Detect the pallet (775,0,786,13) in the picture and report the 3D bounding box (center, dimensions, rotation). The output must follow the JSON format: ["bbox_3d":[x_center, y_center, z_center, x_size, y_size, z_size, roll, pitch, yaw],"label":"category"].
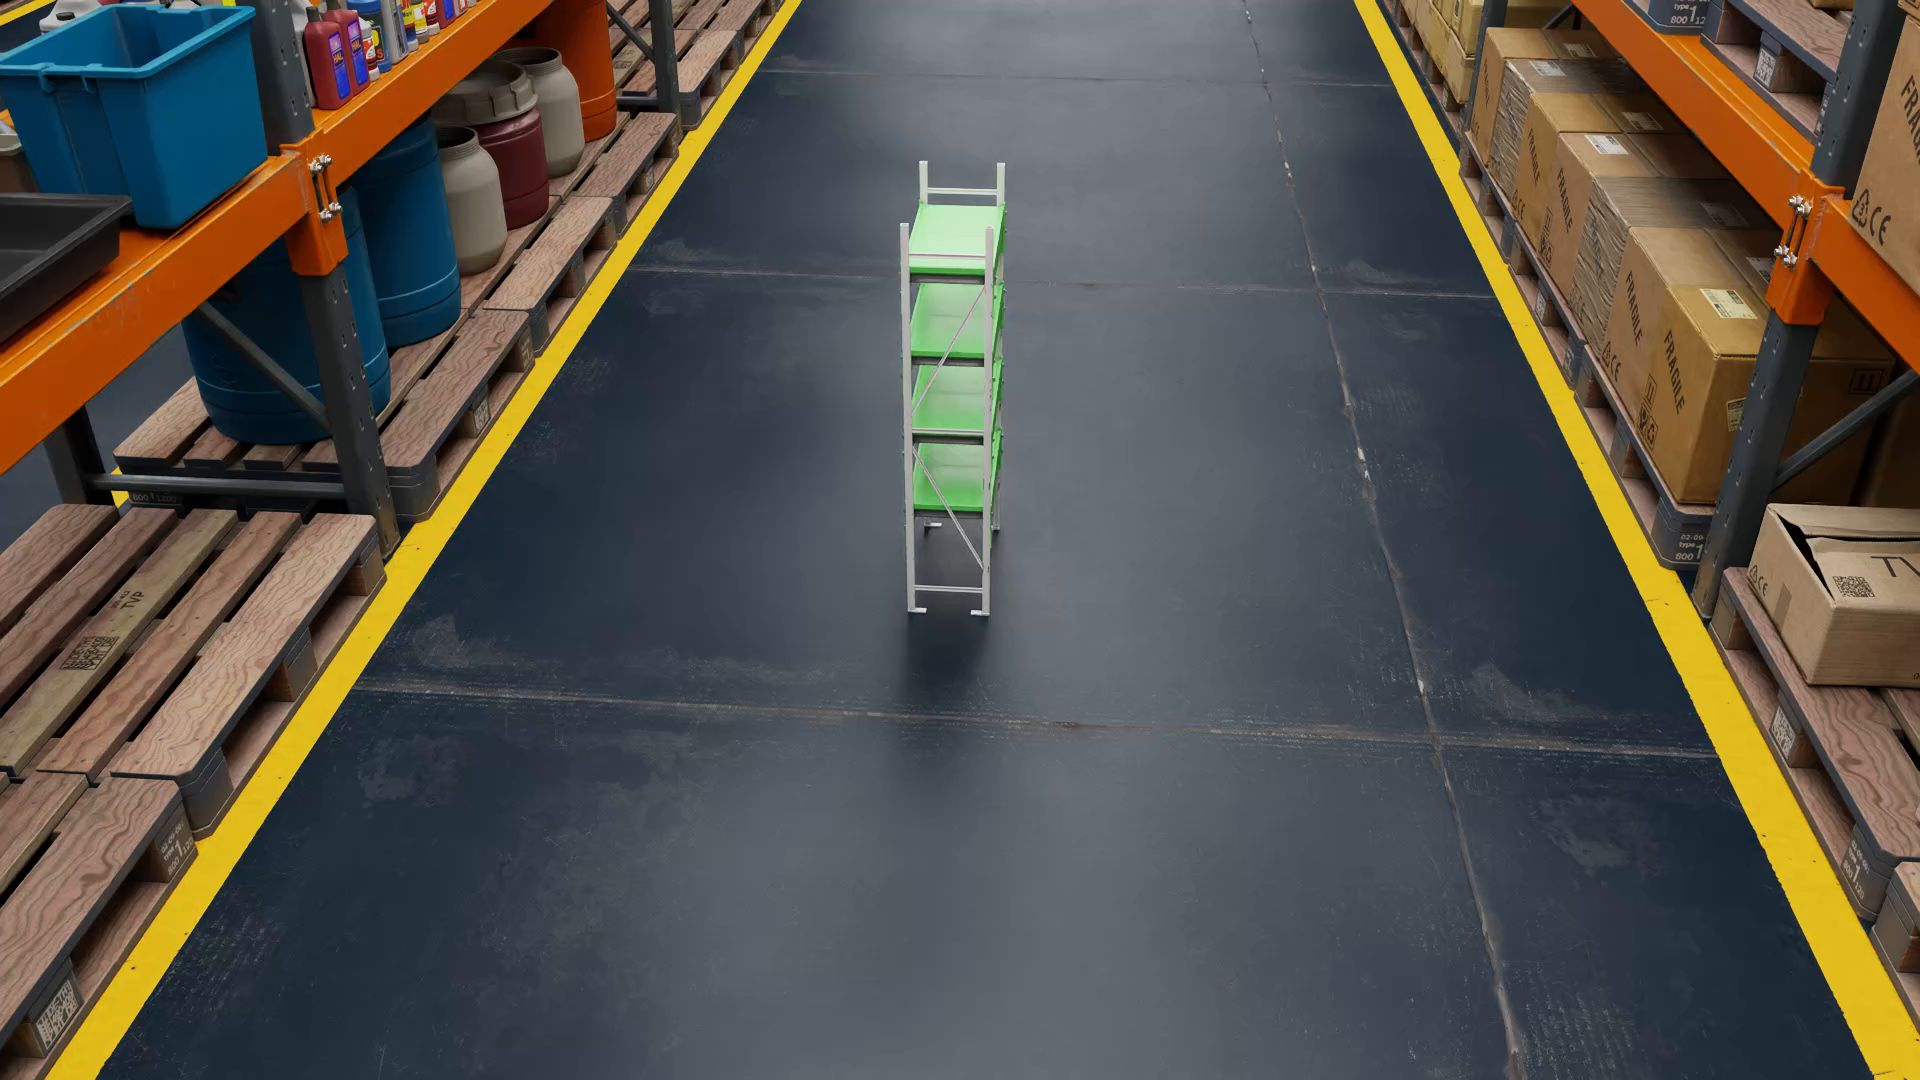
[{"bbox_3d":[-1.638,-3.846,11.290,1.003,0.211,1.213,2,32,4],"label":"pallet"}]

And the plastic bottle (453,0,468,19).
[{"bbox_3d":[-1.771,-1.919,5.624,0.152,0.276,0.135,2,32,4],"label":"plastic bottle"}]

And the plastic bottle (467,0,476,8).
[{"bbox_3d":[-1.734,-1.947,5.740,0.097,0.201,0.097,0,32,0],"label":"plastic bottle"}]

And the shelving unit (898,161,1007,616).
[{"bbox_3d":[-0.013,-0.424,4.795,0.258,1.200,0.503,2,32,4],"label":"shelving unit"}]

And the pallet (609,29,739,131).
[{"bbox_3d":[-1.837,-2.570,9.220,1.003,0.211,1.213,2,32,4],"label":"pallet"}]

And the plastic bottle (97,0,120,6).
[{"bbox_3d":[-2.581,-1.556,5.026,0.061,0.283,0.133,2,32,4],"label":"plastic bottle"}]

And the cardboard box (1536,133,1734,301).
[{"bbox_3d":[2.556,-1.229,6.348,0.500,0.500,0.500,1,32,2],"label":"cardboard box"}]

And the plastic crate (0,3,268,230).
[{"bbox_3d":[-1.962,-1.022,4.008,0.392,0.384,0.575,2,32,4],"label":"plastic crate"}]

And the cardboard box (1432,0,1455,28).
[{"bbox_3d":[2.831,-2.944,8.854,0.500,0.311,0.500,2,32,3],"label":"cardboard box"}]

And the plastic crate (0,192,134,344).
[{"bbox_3d":[-2.087,-0.574,3.527,0.437,0.125,0.590,2,32,4],"label":"plastic crate"}]

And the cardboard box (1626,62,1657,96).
[{"bbox_3d":[3.156,-1.764,7.217,0.500,0.500,0.500,4,32,6],"label":"cardboard box"}]

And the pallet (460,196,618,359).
[{"bbox_3d":[-2.063,-1.117,6.861,1.003,0.211,1.213,2,32,4],"label":"pallet"}]

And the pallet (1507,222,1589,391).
[{"bbox_3d":[2.798,-0.928,6.555,1.003,0.211,1.213,2,32,4],"label":"pallet"}]

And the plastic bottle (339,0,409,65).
[{"bbox_3d":[-1.817,-1.627,5.149,0.152,0.276,0.135,2,32,4],"label":"plastic bottle"}]

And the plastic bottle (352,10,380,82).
[{"bbox_3d":[-1.807,-1.482,4.985,0.097,0.201,0.097,0,32,0],"label":"plastic bottle"}]

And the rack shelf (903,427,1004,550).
[{"bbox_3d":[-0.013,-0.166,4.954,0.258,0.148,0.480,2,32,4],"label":"rack shelf"}]

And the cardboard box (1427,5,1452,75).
[{"bbox_3d":[2.836,-2.704,8.999,0.500,0.250,0.500,2,32,3],"label":"cardboard box"}]

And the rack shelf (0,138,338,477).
[{"bbox_3d":[-2.427,0.090,2.931,1.077,0.370,4.000,2,32,4],"label":"rack shelf"}]

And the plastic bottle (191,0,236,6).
[{"bbox_3d":[-2.372,-1.730,5.245,0.144,0.351,0.185,2,32,4],"label":"plastic bottle"}]

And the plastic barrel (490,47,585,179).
[{"bbox_3d":[-1.918,-1.918,7.474,0.421,0.512,0.421,0,32,0],"label":"plastic barrel"}]

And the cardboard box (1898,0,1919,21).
[{"bbox_3d":[2.354,-1.283,3.424,0.500,0.500,0.500,3,32,5],"label":"cardboard box"}]

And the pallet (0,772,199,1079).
[{"bbox_3d":[-2.382,0.951,3.506,1.003,0.211,1.213,2,32,4],"label":"pallet"}]

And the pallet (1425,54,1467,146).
[{"bbox_3d":[3.104,-2.382,8.914,1.003,0.211,1.213,2,32,4],"label":"pallet"}]

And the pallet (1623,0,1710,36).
[{"bbox_3d":[2.845,-2.042,5.887,1.003,0.211,1.213,2,32,4],"label":"pallet"}]

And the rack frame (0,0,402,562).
[{"bbox_3d":[-2.264,-1.262,4.439,1.000,3.000,0.127,2,32,4],"label":"rack frame"}]

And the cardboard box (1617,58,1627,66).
[{"bbox_3d":[3.334,-2.410,8.522,0.500,0.250,0.500,2,32,4],"label":"cardboard box"}]

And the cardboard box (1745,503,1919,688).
[{"bbox_3d":[2.423,0.119,4.342,0.500,0.311,0.500,2,32,4],"label":"cardboard box"}]

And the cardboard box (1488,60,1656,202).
[{"bbox_3d":[2.639,-1.764,7.216,0.500,0.500,0.500,1,32,2],"label":"cardboard box"}]

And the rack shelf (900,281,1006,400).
[{"bbox_3d":[-0.013,-0.574,4.702,0.258,0.148,0.480,2,32,4],"label":"rack shelf"}]

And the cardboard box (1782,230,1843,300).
[{"bbox_3d":[2.987,-0.694,5.480,0.500,0.500,0.500,3,32,5],"label":"cardboard box"}]

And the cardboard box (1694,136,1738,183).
[{"bbox_3d":[3.077,-1.219,6.333,0.500,0.500,0.500,1,32,2],"label":"cardboard box"}]

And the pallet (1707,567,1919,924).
[{"bbox_3d":[2.616,0.497,4.242,1.003,0.211,1.213,2,32,4],"label":"pallet"}]

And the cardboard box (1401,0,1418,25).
[{"bbox_3d":[2.919,-3.236,9.862,0.500,0.250,0.500,3,32,5],"label":"cardboard box"}]

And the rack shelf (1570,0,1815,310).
[{"bbox_3d":[2.835,-1.788,5.979,1.077,0.370,4.000,2,32,4],"label":"rack shelf"}]

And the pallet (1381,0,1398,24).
[{"bbox_3d":[3.303,-3.658,10.984,1.003,0.211,1.213,2,32,4],"label":"pallet"}]

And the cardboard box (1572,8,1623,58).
[{"bbox_3d":[3.334,-2.649,8.375,0.500,0.311,0.500,3,32,6],"label":"cardboard box"}]

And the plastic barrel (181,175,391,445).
[{"bbox_3d":[-2.203,-0.832,5.340,0.600,0.901,0.708,2,32,4],"label":"plastic barrel"}]

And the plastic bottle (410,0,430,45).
[{"bbox_3d":[-1.772,-1.705,5.347,0.097,0.201,0.097,0,32,0],"label":"plastic bottle"}]

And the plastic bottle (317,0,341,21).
[{"bbox_3d":[-1.943,-1.590,5.161,0.097,0.201,0.097,0,32,0],"label":"plastic bottle"}]

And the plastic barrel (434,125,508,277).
[{"bbox_3d":[-2.010,-1.327,6.516,0.421,0.512,0.421,0,32,0],"label":"plastic barrel"}]

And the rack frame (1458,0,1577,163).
[{"bbox_3d":[2.998,-3.140,7.487,1.000,3.000,0.127,2,32,4],"label":"rack frame"}]

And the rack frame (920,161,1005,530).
[{"bbox_3d":[0.006,-0.552,5.002,0.240,1.200,0.015,2,32,4],"label":"rack frame"}]

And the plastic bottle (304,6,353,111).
[{"bbox_3d":[-1.809,-1.386,4.751,0.061,0.283,0.133,2,32,4],"label":"plastic bottle"}]

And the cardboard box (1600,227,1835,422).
[{"bbox_3d":[2.476,-0.700,5.491,0.500,0.500,0.500,3,32,4],"label":"cardboard box"}]
